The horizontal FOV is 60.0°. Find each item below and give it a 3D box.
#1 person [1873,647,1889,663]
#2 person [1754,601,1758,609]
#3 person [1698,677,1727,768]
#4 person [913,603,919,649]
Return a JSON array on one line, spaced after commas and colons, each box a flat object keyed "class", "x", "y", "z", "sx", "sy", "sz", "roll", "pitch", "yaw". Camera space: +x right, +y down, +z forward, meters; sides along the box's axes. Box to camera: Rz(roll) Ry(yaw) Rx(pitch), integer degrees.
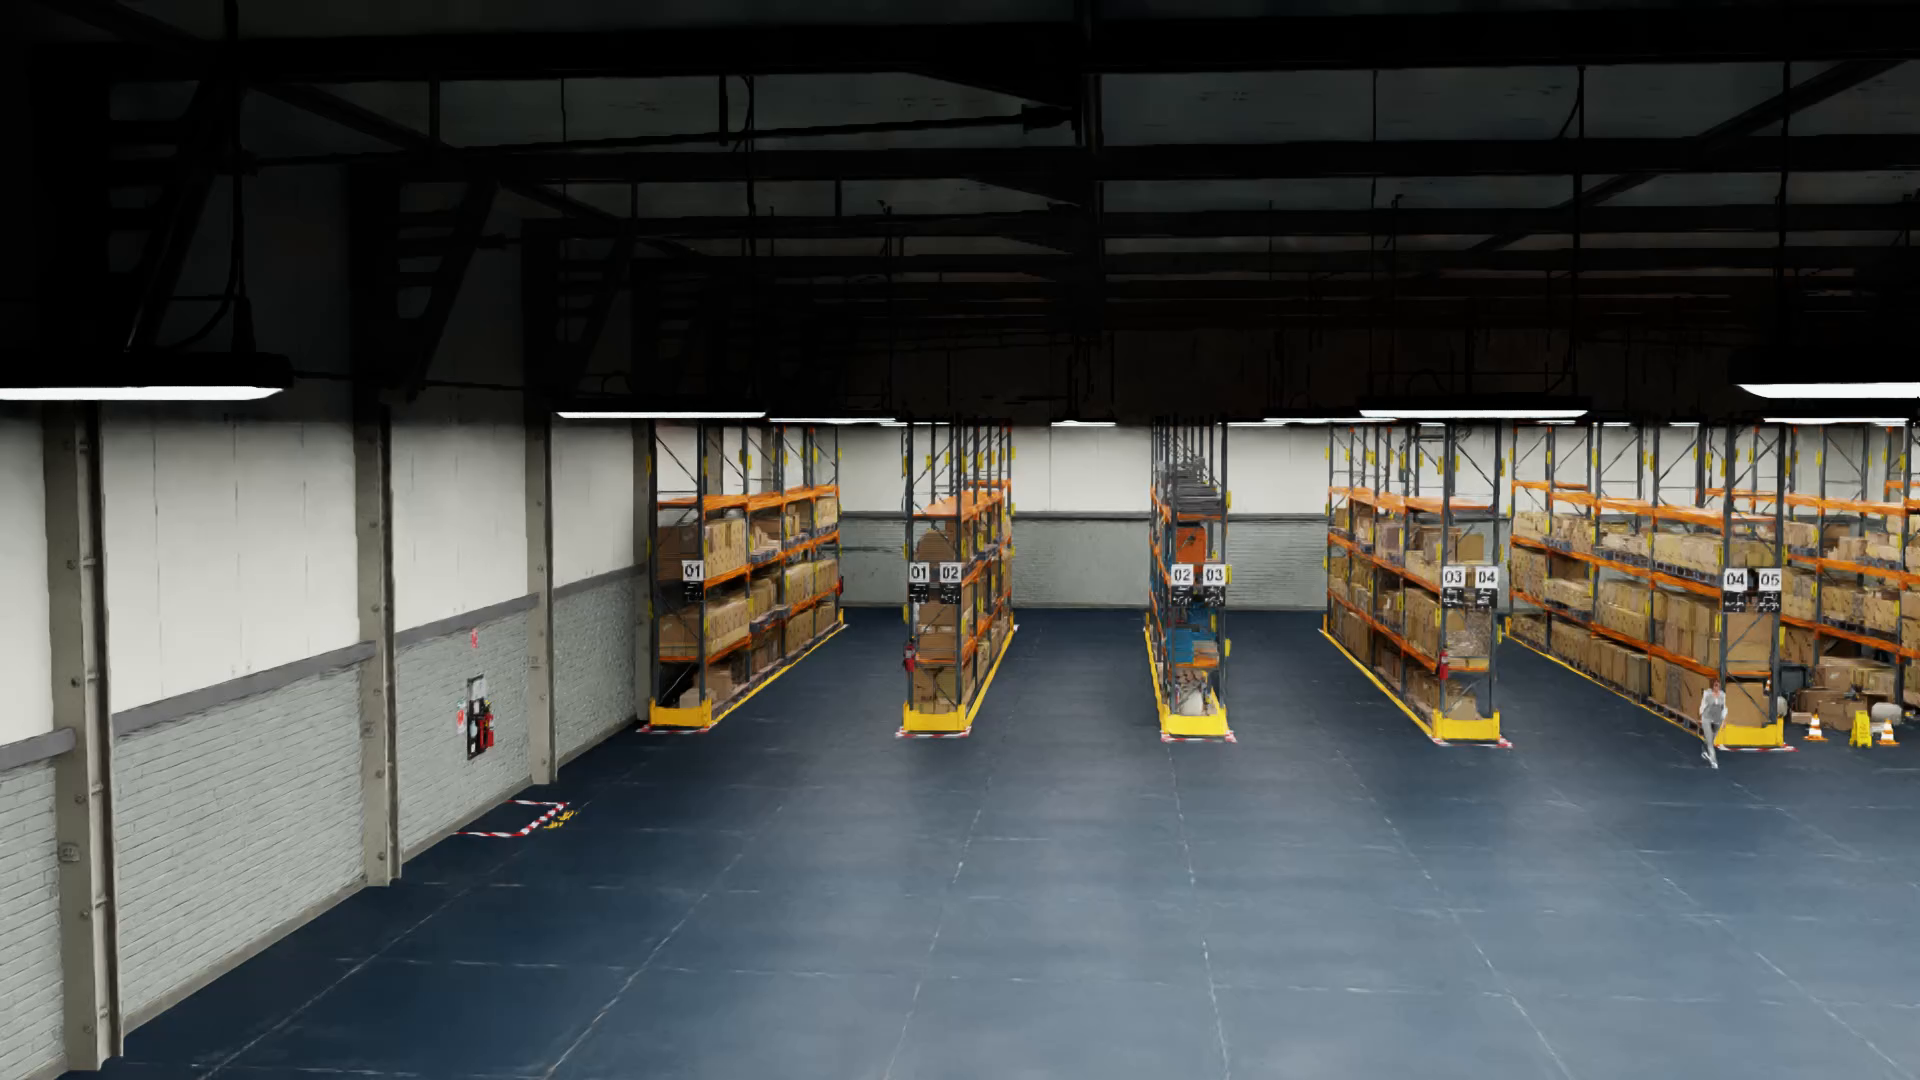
[{"class": "person", "x": 22.114, "y": 2.219, "z": 40.050, "sx": 0.522, "sy": 1.591, "sz": 0.523, "roll": 3, "pitch": 5, "yaw": 35}, {"class": "person", "x": 18.613, "y": 2.266, "z": 38.807, "sx": 0.550, "sy": 1.662, "sz": 0.585, "roll": 2, "pitch": 4, "yaw": 26}, {"class": "person", "x": 12.765, "y": 3.042, "z": 28.167, "sx": 0.415, "sy": 1.495, "sz": 1.041, "roll": 0, "pitch": 4, "yaw": 3}, {"class": "person", "x": -1.054, "y": 2.057, "z": 42.513, "sx": 0.592, "sy": 1.629, "sz": 0.531, "roll": 0, "pitch": 4, "yaw": 3}]
